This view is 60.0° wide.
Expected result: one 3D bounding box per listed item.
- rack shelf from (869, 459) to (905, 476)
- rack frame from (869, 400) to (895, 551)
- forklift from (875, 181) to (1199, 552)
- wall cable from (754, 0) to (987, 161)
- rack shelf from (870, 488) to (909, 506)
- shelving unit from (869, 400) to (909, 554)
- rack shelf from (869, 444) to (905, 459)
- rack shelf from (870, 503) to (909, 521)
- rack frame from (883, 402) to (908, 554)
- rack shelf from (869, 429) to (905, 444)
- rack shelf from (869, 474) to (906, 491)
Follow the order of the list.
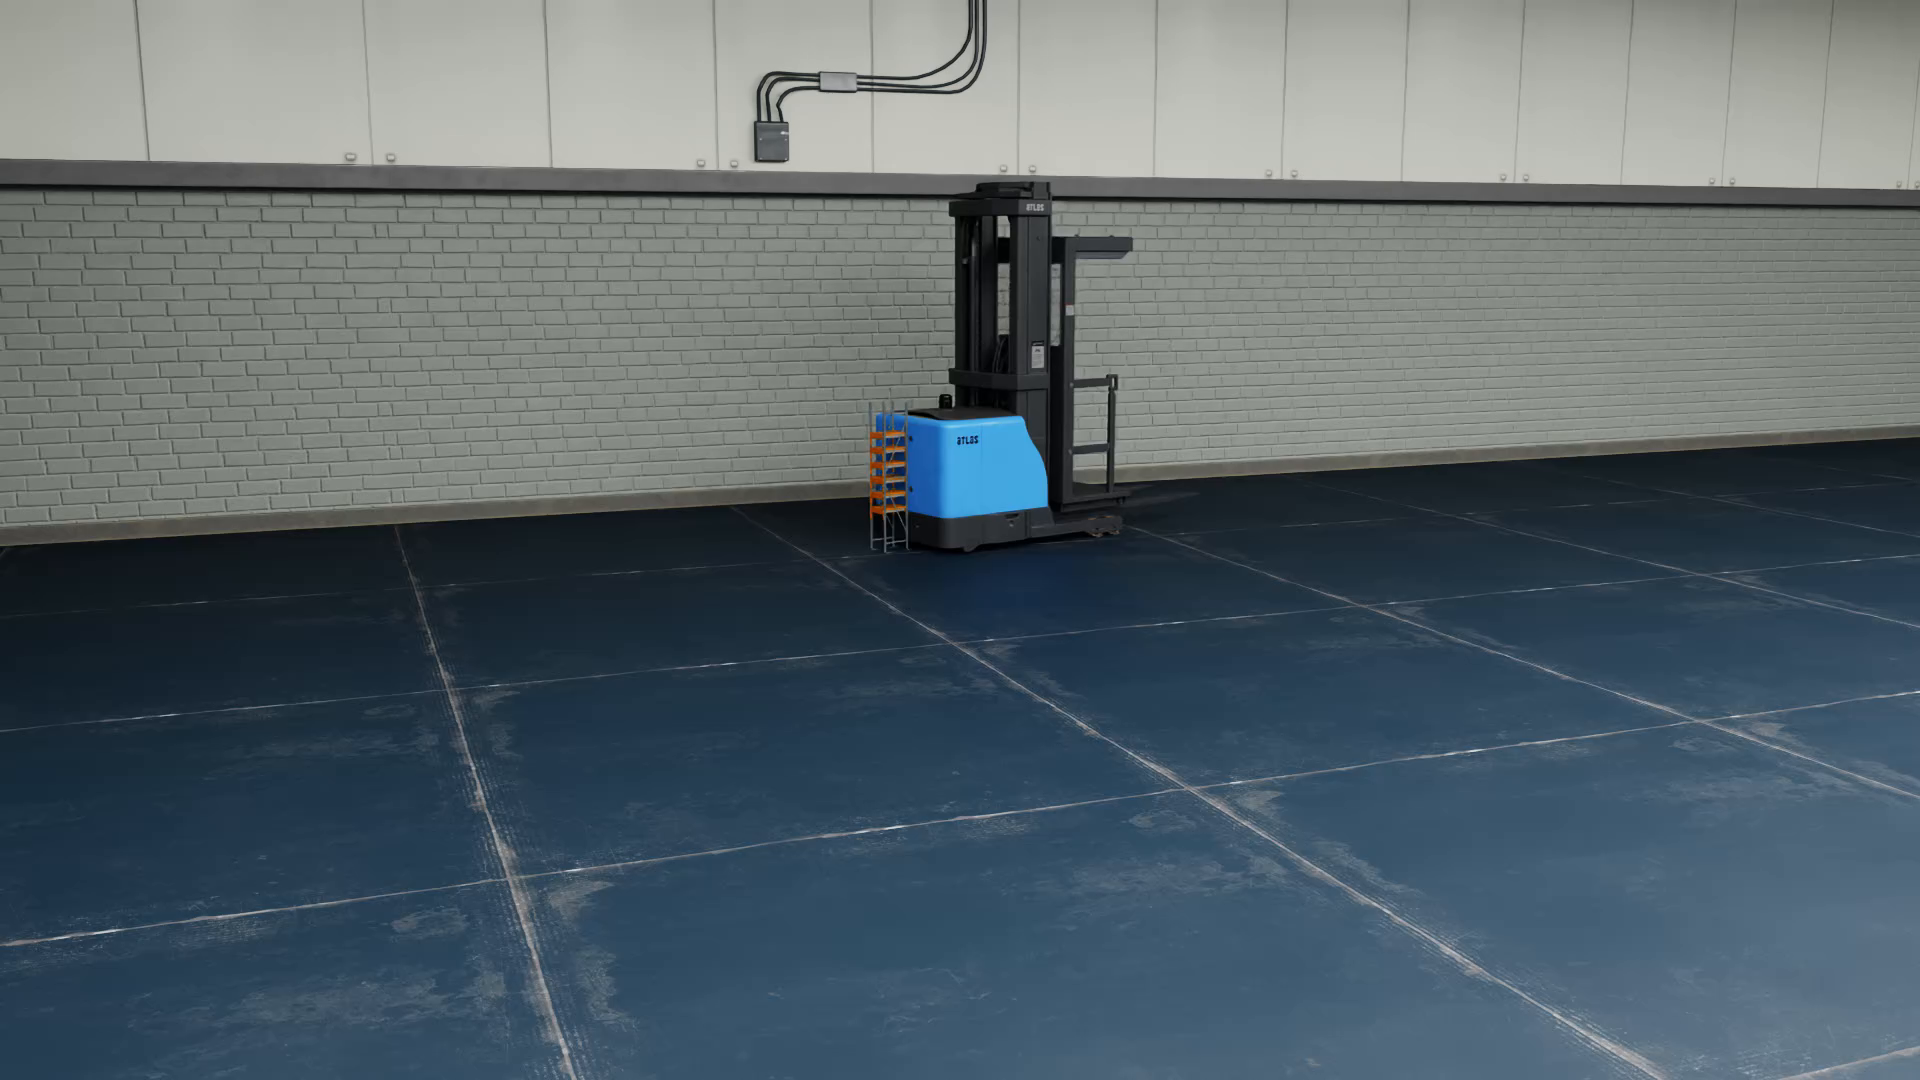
[{"bbox_3d":[-0.570,-0.581,13.327,0.258,0.103,0.180,-8,13,-38],"label":"rack shelf"},{"bbox_3d":[-0.628,-0.519,13.411,0.240,1.200,0.006,-8,13,-38],"label":"rack frame"},{"bbox_3d":[0.765,-1.531,14.158,3.031,2.935,1.130,-8,13,-37],"label":"forklift"},{"bbox_3d":[-0.801,-6.526,15.203,2.305,6.003,0.169,-4,11,-21],"label":"wall cable"},{"bbox_3d":[-0.570,-0.344,13.370,0.258,0.103,0.180,-8,13,-38],"label":"rack shelf"},{"bbox_3d":[-0.570,-0.506,13.341,0.258,1.200,0.189,-8,13,-38],"label":"shelving unit"},{"bbox_3d":[-0.570,-0.699,13.306,0.258,0.103,0.180,-8,13,-38],"label":"rack shelf"},{"bbox_3d":[-0.570,-0.226,13.391,0.258,0.103,0.180,-8,13,-38],"label":"rack shelf"},{"bbox_3d":[-0.513,-0.494,13.271,0.240,1.200,0.006,-8,13,-38],"label":"rack frame"},{"bbox_3d":[-0.570,-0.817,13.285,0.258,0.103,0.180,-8,13,-38],"label":"rack shelf"},{"bbox_3d":[-0.570,-0.463,13.349,0.258,0.103,0.180,-8,13,-38],"label":"rack shelf"}]
